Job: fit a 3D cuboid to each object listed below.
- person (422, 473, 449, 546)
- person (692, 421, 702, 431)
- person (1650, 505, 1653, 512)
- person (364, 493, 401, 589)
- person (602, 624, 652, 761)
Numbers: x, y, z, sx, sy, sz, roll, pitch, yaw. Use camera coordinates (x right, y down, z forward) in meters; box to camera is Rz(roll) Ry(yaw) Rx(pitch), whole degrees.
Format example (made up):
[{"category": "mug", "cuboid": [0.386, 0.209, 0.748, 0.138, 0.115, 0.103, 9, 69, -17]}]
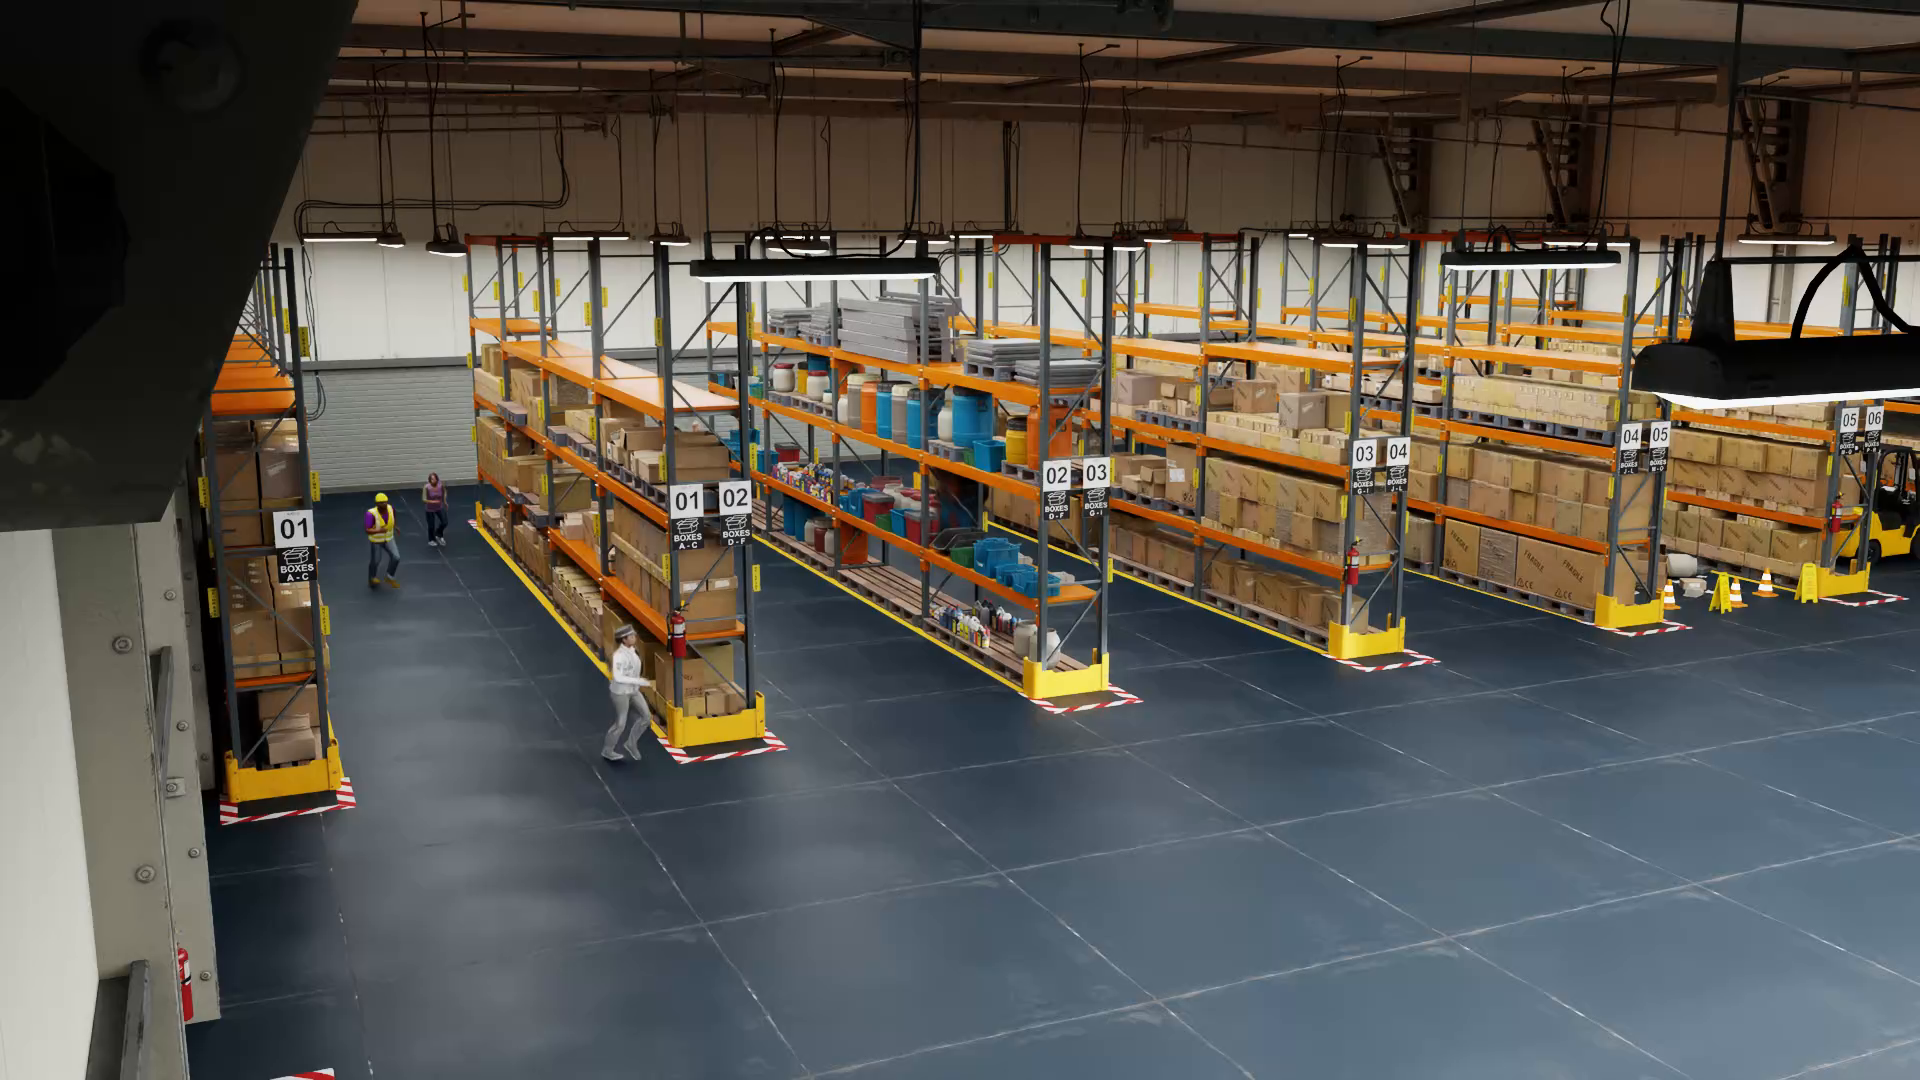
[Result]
[{"category": "person", "cuboid": [-10.155, -0.588, 32.194, 0.542, 1.495, 0.834, -7, 13, -31]}, {"category": "person", "cuboid": [-6.145, -1.857, 38.199, 0.840, 1.745, 0.768, -4, 12, -19]}, {"category": "person", "cuboid": [14.210, -1.038, 33.908, 0.715, 1.784, 0.983, -6, 12, -27]}, {"category": "person", "cuboid": [-9.936, 0.010, 28.636, 0.728, 1.704, 0.964, -10, 15, -43]}, {"category": "person", "cuboid": [-3.897, 1.805, 19.467, 0.684, 1.704, 0.563, 4, 12, 19]}]
